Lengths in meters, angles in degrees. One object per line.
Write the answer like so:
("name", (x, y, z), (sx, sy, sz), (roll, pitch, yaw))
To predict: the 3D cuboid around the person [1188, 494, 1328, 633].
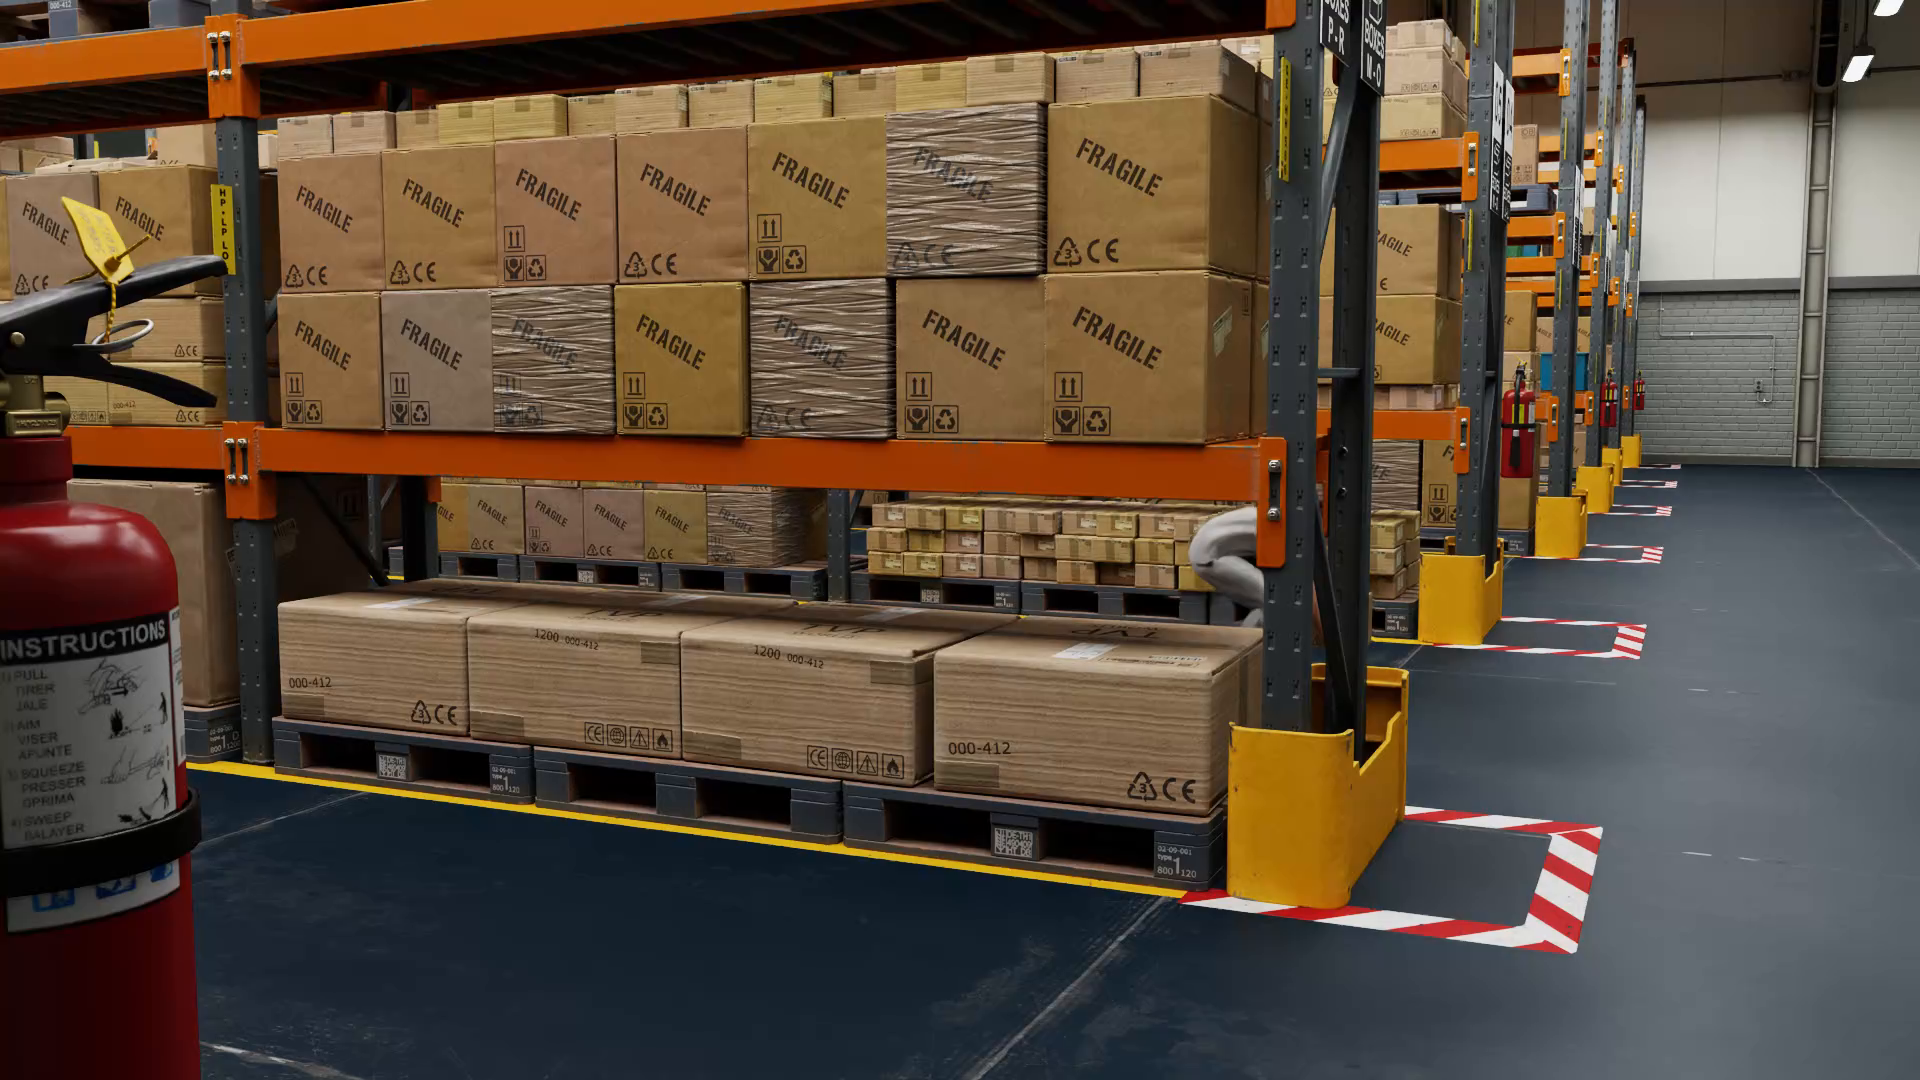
("person", (1.546, 0.228, 8.135), (0.854, 0.949, 0.449), (2, 6, 21))
